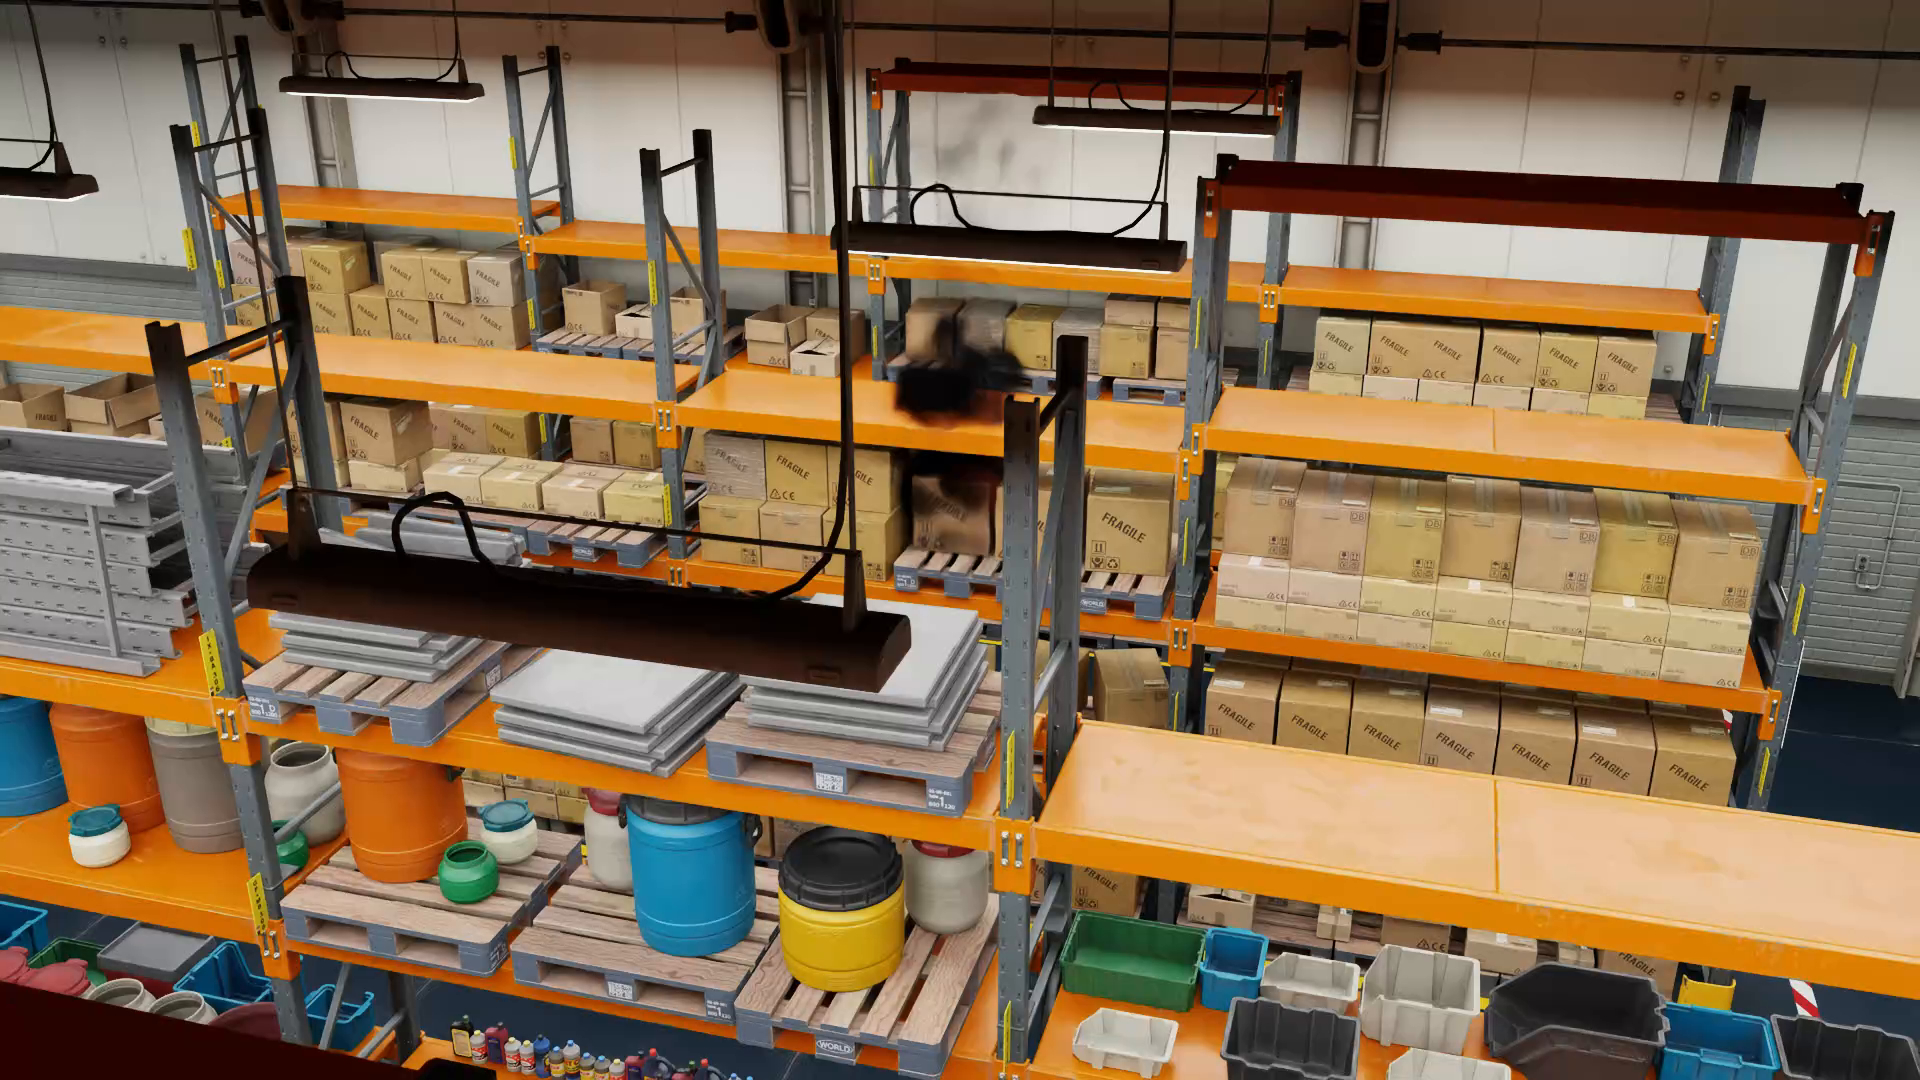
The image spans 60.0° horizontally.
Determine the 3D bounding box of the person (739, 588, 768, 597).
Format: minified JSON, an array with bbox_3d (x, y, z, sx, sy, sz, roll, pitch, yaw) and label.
[{"bbox_3d":[-1.933,1.111,15.924,0.880,1.701,0.555,4,23,10],"label":"person"}]
